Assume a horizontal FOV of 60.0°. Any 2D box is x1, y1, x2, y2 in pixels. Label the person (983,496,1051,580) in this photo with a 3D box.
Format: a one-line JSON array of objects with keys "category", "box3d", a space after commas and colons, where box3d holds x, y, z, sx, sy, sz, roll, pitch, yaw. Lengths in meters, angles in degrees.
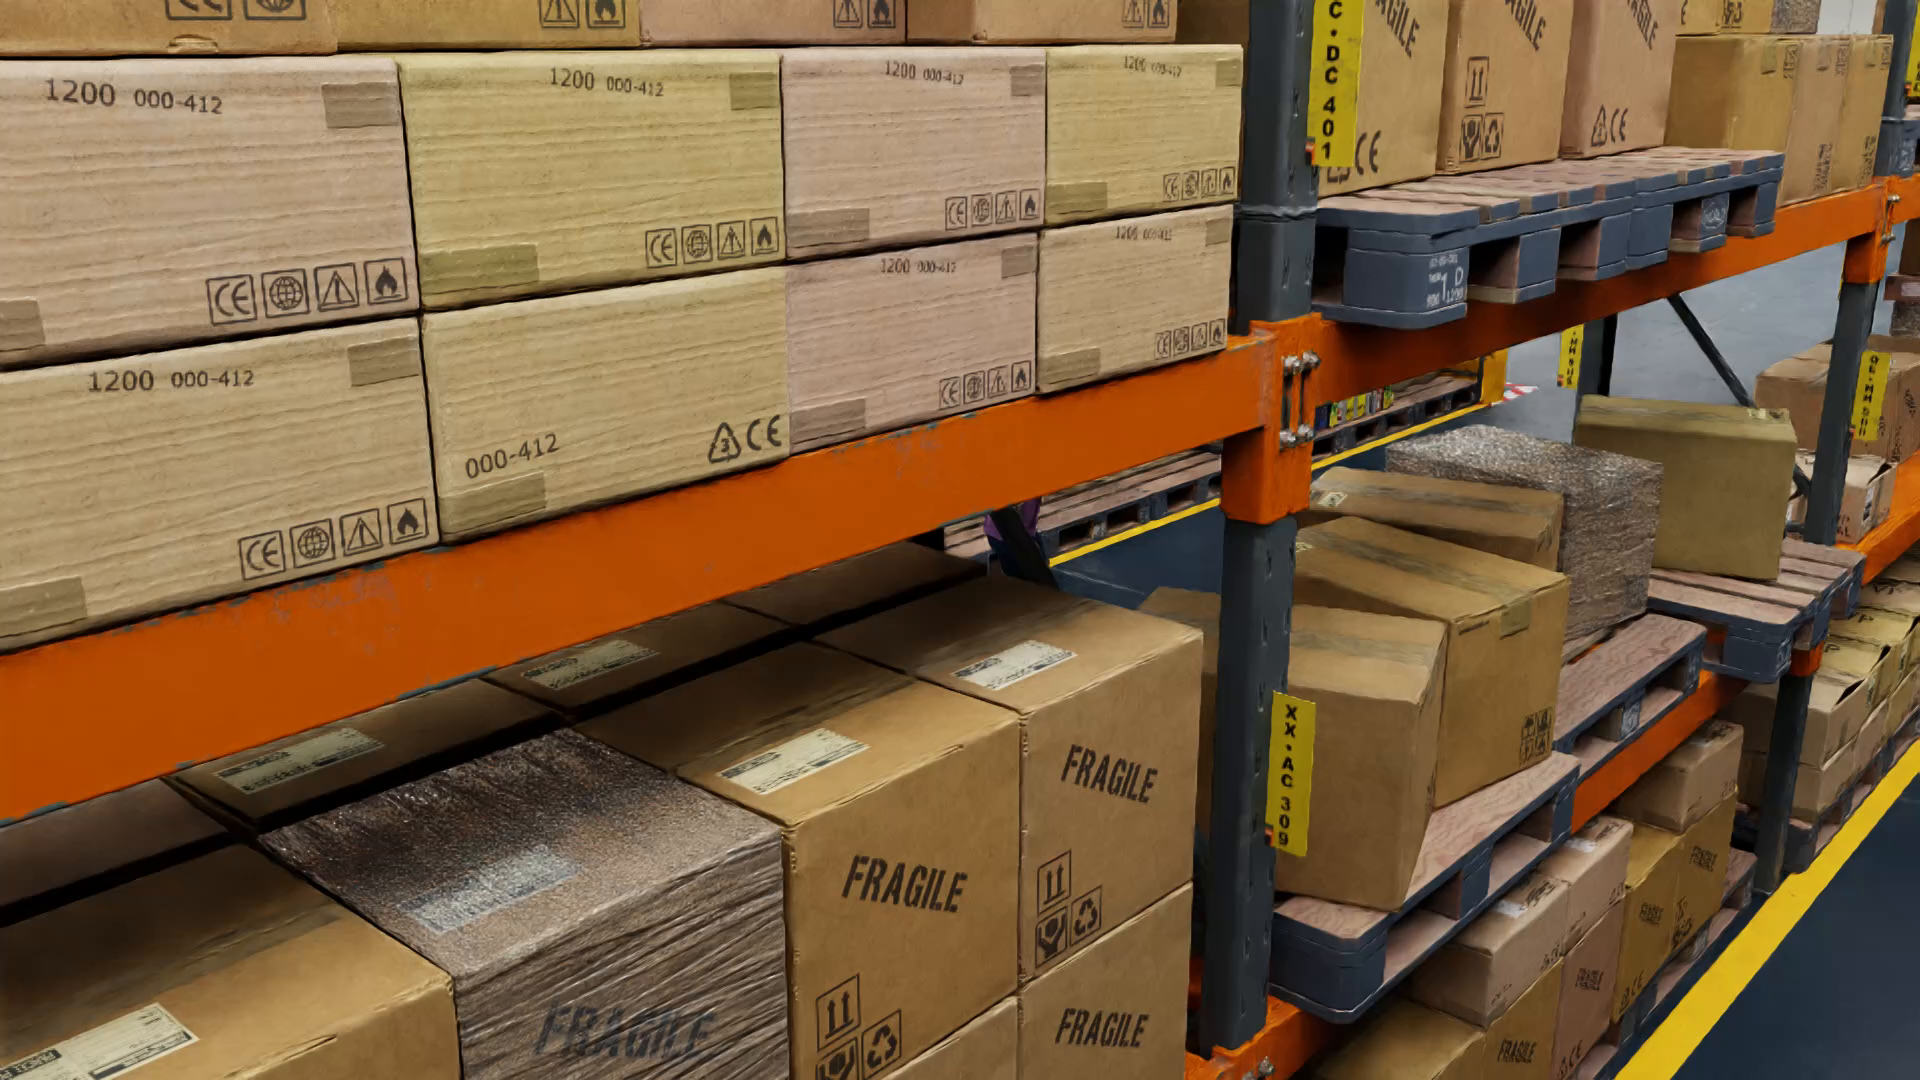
[{"category": "person", "box3d": [0.247, -0.031, 8.719, 0.447, 1.556, 0.461, 2, 17, 5]}]
